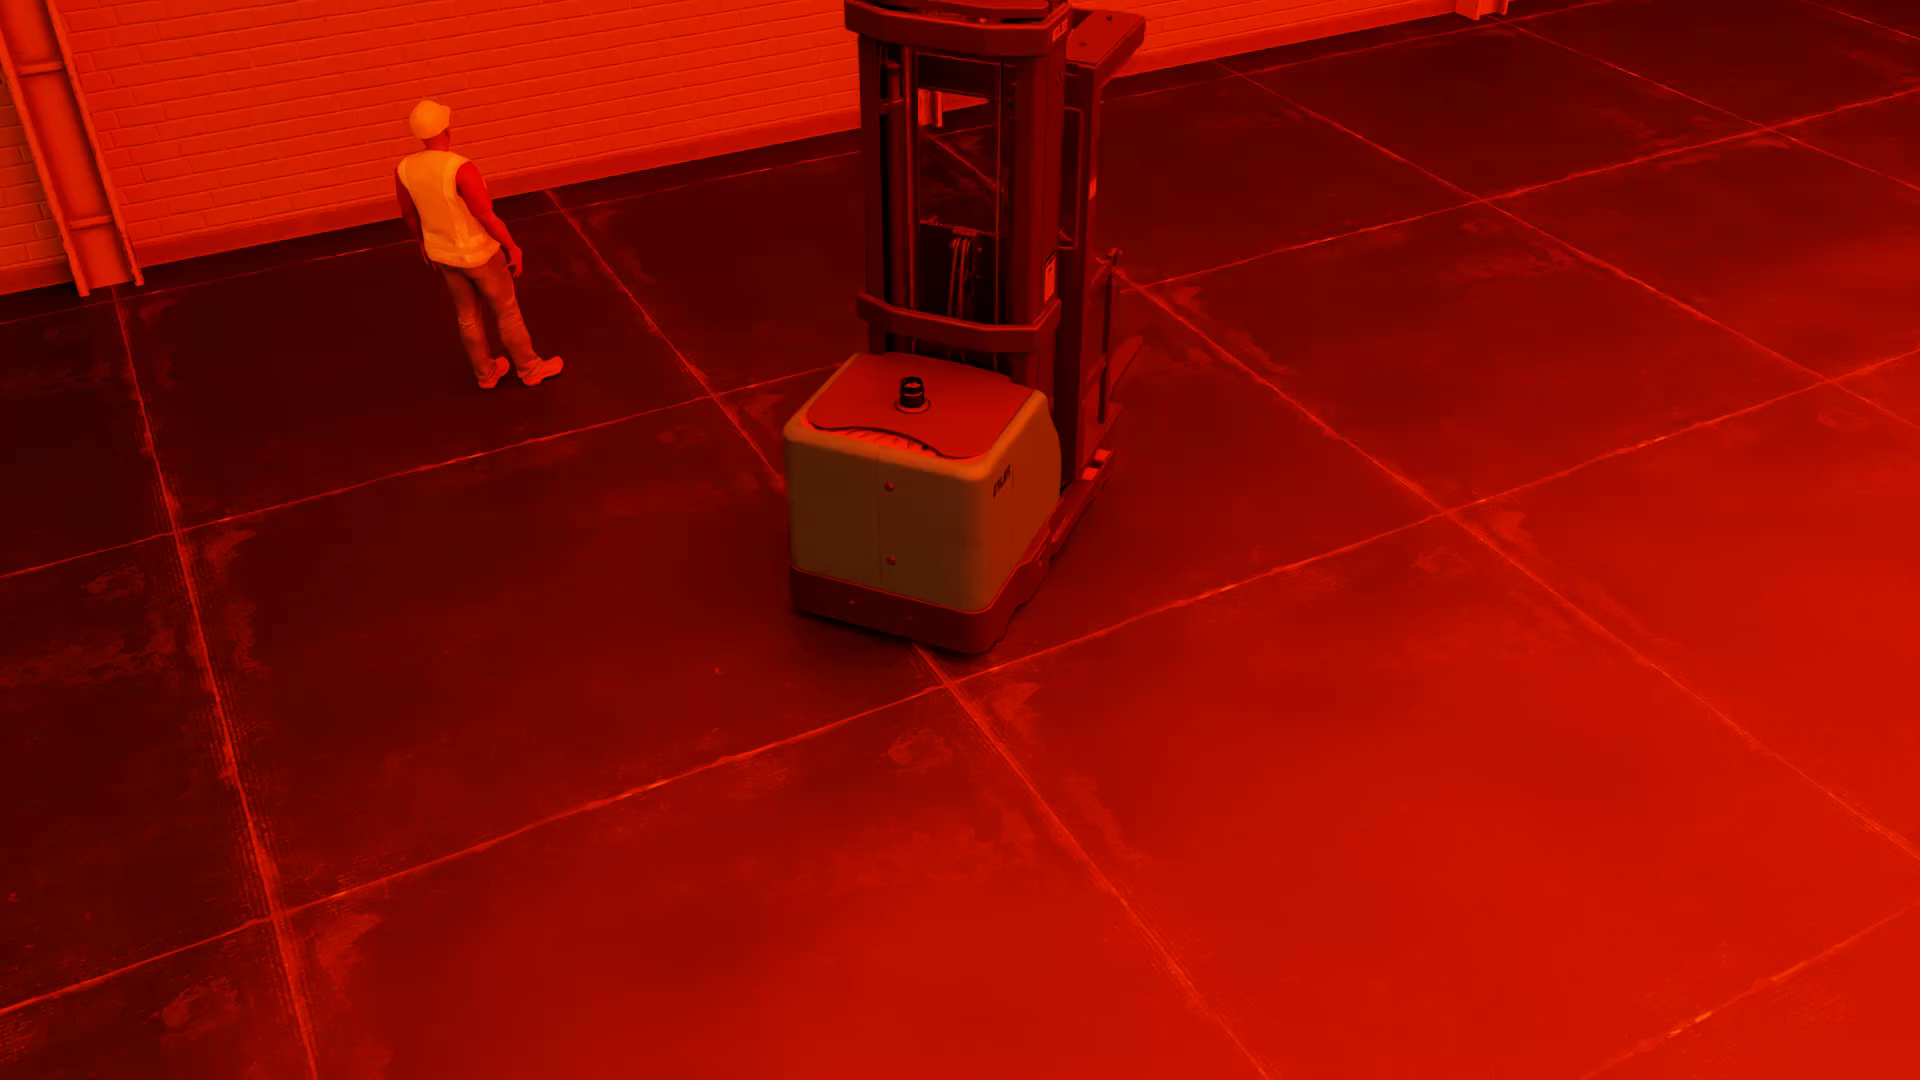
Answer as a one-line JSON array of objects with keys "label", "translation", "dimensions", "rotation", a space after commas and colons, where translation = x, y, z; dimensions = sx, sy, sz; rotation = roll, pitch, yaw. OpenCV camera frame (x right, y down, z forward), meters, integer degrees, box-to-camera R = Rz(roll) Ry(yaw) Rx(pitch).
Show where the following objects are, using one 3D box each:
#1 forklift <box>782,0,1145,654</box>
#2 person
[{"label": "forklift", "translation": [0.209, -1.509, 8.258], "dimensions": [1.130, 2.935, 3.031], "rotation": [14, 37, 18]}, {"label": "person", "translation": [-2.784, -1.689, 9.509], "dimensions": [0.666, 1.765, 0.578], "rotation": [12, 37, 16]}]
